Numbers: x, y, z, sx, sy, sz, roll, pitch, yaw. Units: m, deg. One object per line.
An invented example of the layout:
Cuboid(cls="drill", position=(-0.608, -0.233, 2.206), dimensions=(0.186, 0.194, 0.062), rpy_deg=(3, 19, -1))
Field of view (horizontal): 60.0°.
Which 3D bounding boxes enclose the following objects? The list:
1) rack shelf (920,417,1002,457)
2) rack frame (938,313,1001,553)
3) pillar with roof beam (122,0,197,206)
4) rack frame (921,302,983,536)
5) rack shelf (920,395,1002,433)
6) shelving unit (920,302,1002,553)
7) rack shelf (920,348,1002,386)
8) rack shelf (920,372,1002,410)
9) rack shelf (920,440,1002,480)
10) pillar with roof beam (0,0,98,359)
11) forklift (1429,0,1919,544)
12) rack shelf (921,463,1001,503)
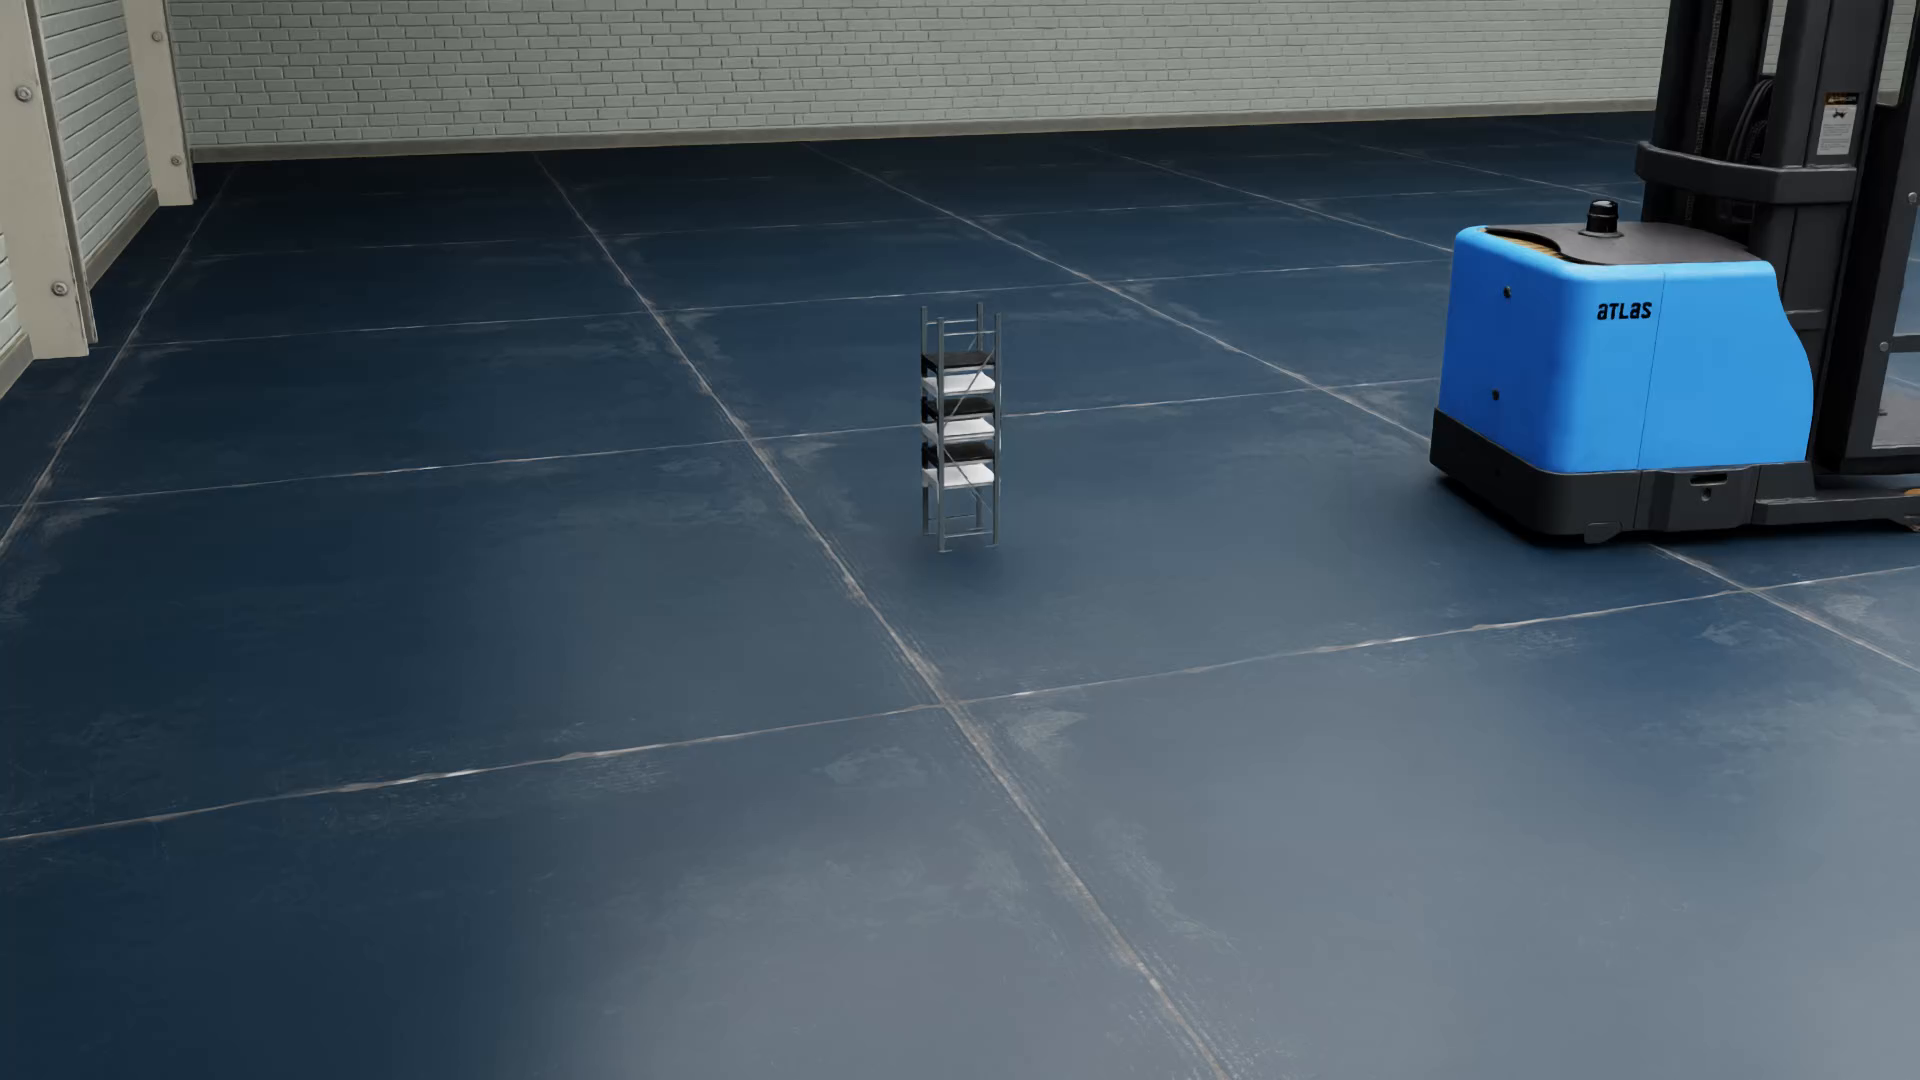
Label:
Cuboid(cls="rack shelf", position=(0.003, -0.390, 6.268), dimensions=(0.258, 0.077, 0.200), rpy_deg=(-6, 21, -17))
Cuboid(cls="rack frame", position=(0.034, -0.388, 6.166), dimensions=(0.240, 0.900, 0.006), rpy_deg=(-6, 21, -17))
Cuboid(cls="pillar with roof beam", position=(-2.875, -7.693, 14.523), dimensions=(9.100, 9.000, 0.400), rpy_deg=(-6, 21, -17))
Cuboid(cls="rack frame", position=(-0.029, -0.454, 6.348), dimensions=(0.240, 0.900, 0.006), rpy_deg=(-6, 21, -17))
Cuboid(cls="rack shelf", position=(0.003, -0.474, 6.238), dimensions=(0.258, 0.077, 0.200), rpy_deg=(-6, 21, -17))
Cuboid(cls="shelving unit", position=(0.003, -0.421, 6.257), dimensions=(0.258, 0.900, 0.210), rpy_deg=(-6, 21, -17))
Cuboid(cls="rack shelf", position=(0.003, -0.644, 6.177), dimensions=(0.258, 0.077, 0.200), rpy_deg=(-6, 21, -17))
Cuboid(cls="rack shelf", position=(0.003, -0.559, 6.208), dimensions=(0.258, 0.077, 0.200), rpy_deg=(-6, 21, -17))
Cuboid(cls="rack shelf", position=(0.003, -0.305, 6.299), dimensions=(0.258, 0.077, 0.200), rpy_deg=(-6, 21, -17))
Cuboid(cls="pillar with roof beam", position=(-0.989, -5.768, 9.162), dimensions=(9.100, 9.000, 0.400), rpy_deg=(-6, 21, -17))
Cuboid(cls="forklift", position=(3.580, -1.584, 6.490), dimensions=(3.031, 2.935, 1.130), rpy_deg=(-3, 20, -9))
Cuboid(cls="rack shelf", position=(0.003, -0.220, 6.329), dimensions=(0.258, 0.077, 0.200), rpy_deg=(-6, 21, -17))
